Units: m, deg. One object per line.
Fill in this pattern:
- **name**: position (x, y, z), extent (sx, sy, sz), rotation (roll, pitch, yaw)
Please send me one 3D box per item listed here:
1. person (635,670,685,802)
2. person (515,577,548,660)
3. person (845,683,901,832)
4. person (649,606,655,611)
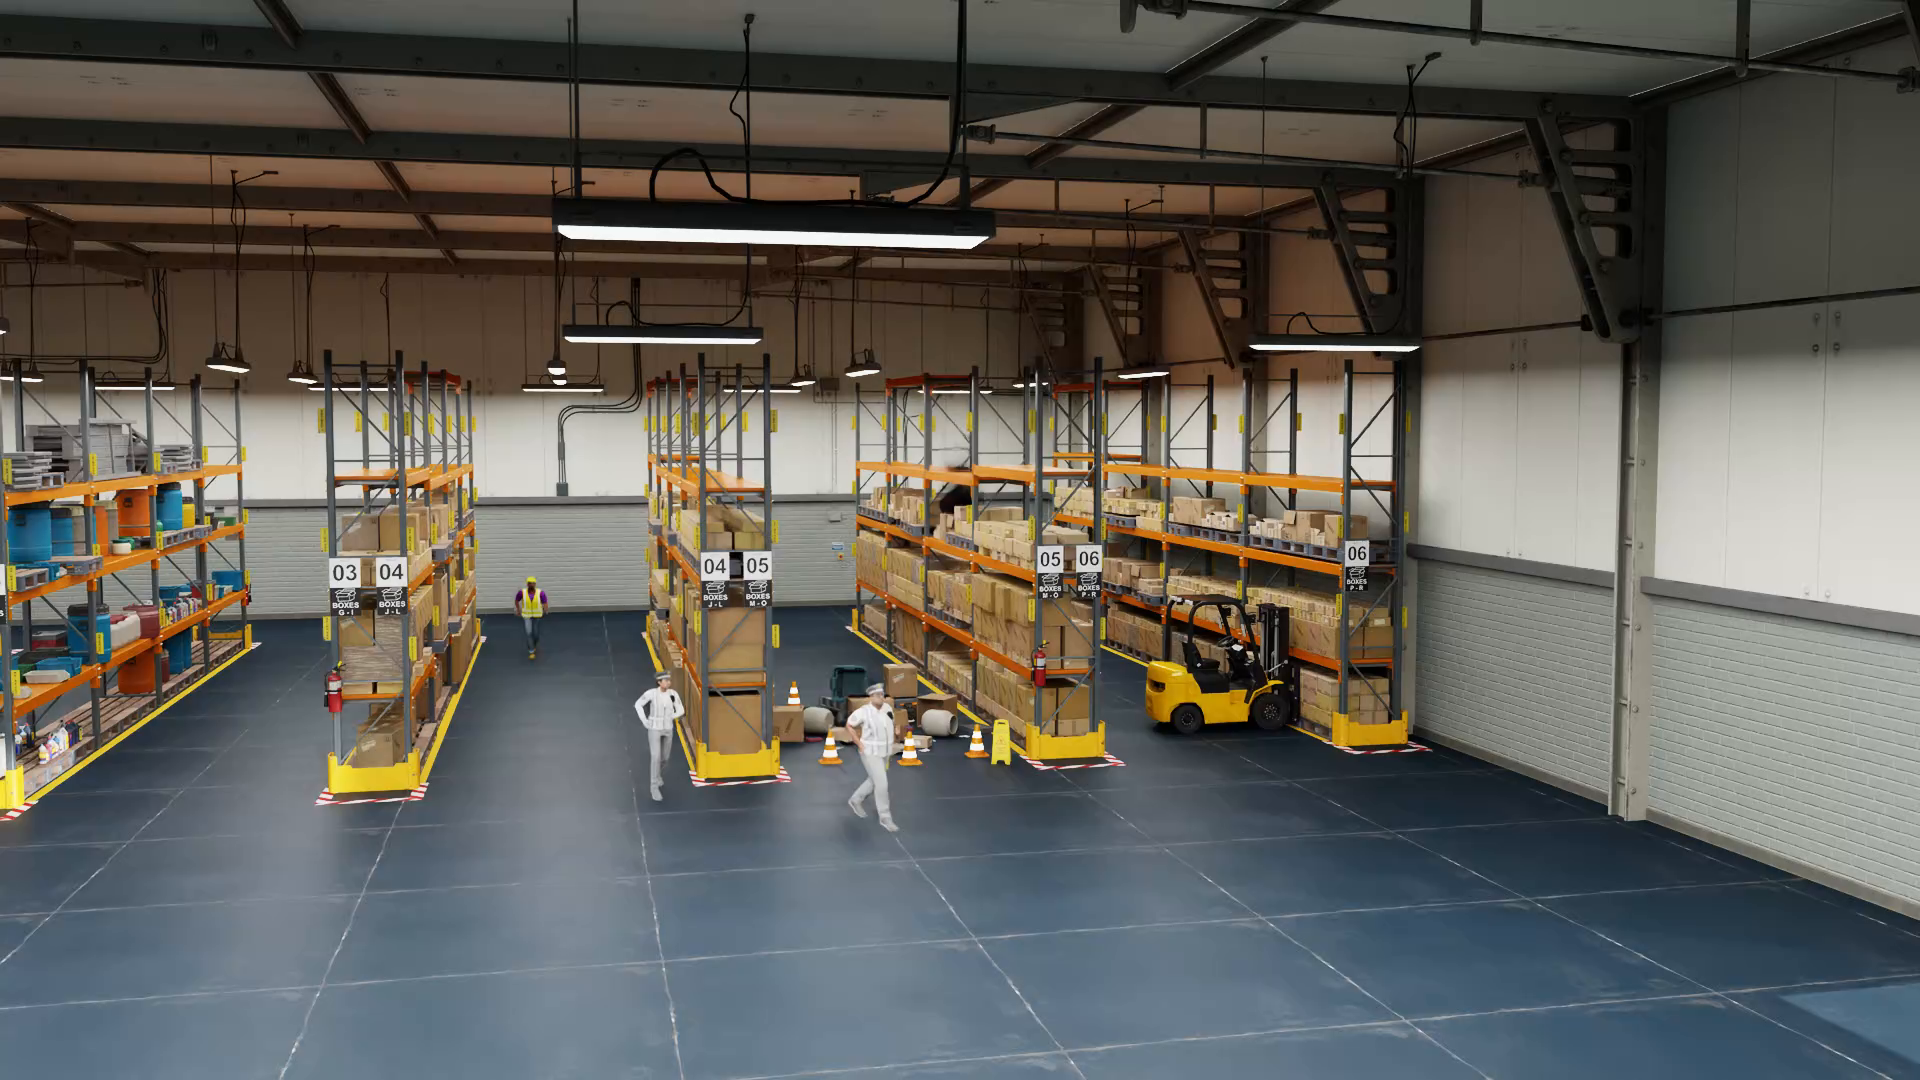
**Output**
- **person**: position (-4.026, 2.597, 22.539), extent (0.620, 1.689, 0.915), rotation (-2, 5, -31)
- **person**: position (-9.207, 1.649, 35.734), extent (0.676, 1.751, 0.916), rotation (-1, 4, -19)
- **person**: position (-1.039, 2.673, 20.754), extent (0.876, 1.818, 0.640), rotation (3, 5, 39)
- **person**: position (-7.277, 1.370, 40.545), extent (0.627, 1.629, 0.722), rotation (-1, 4, -15)
